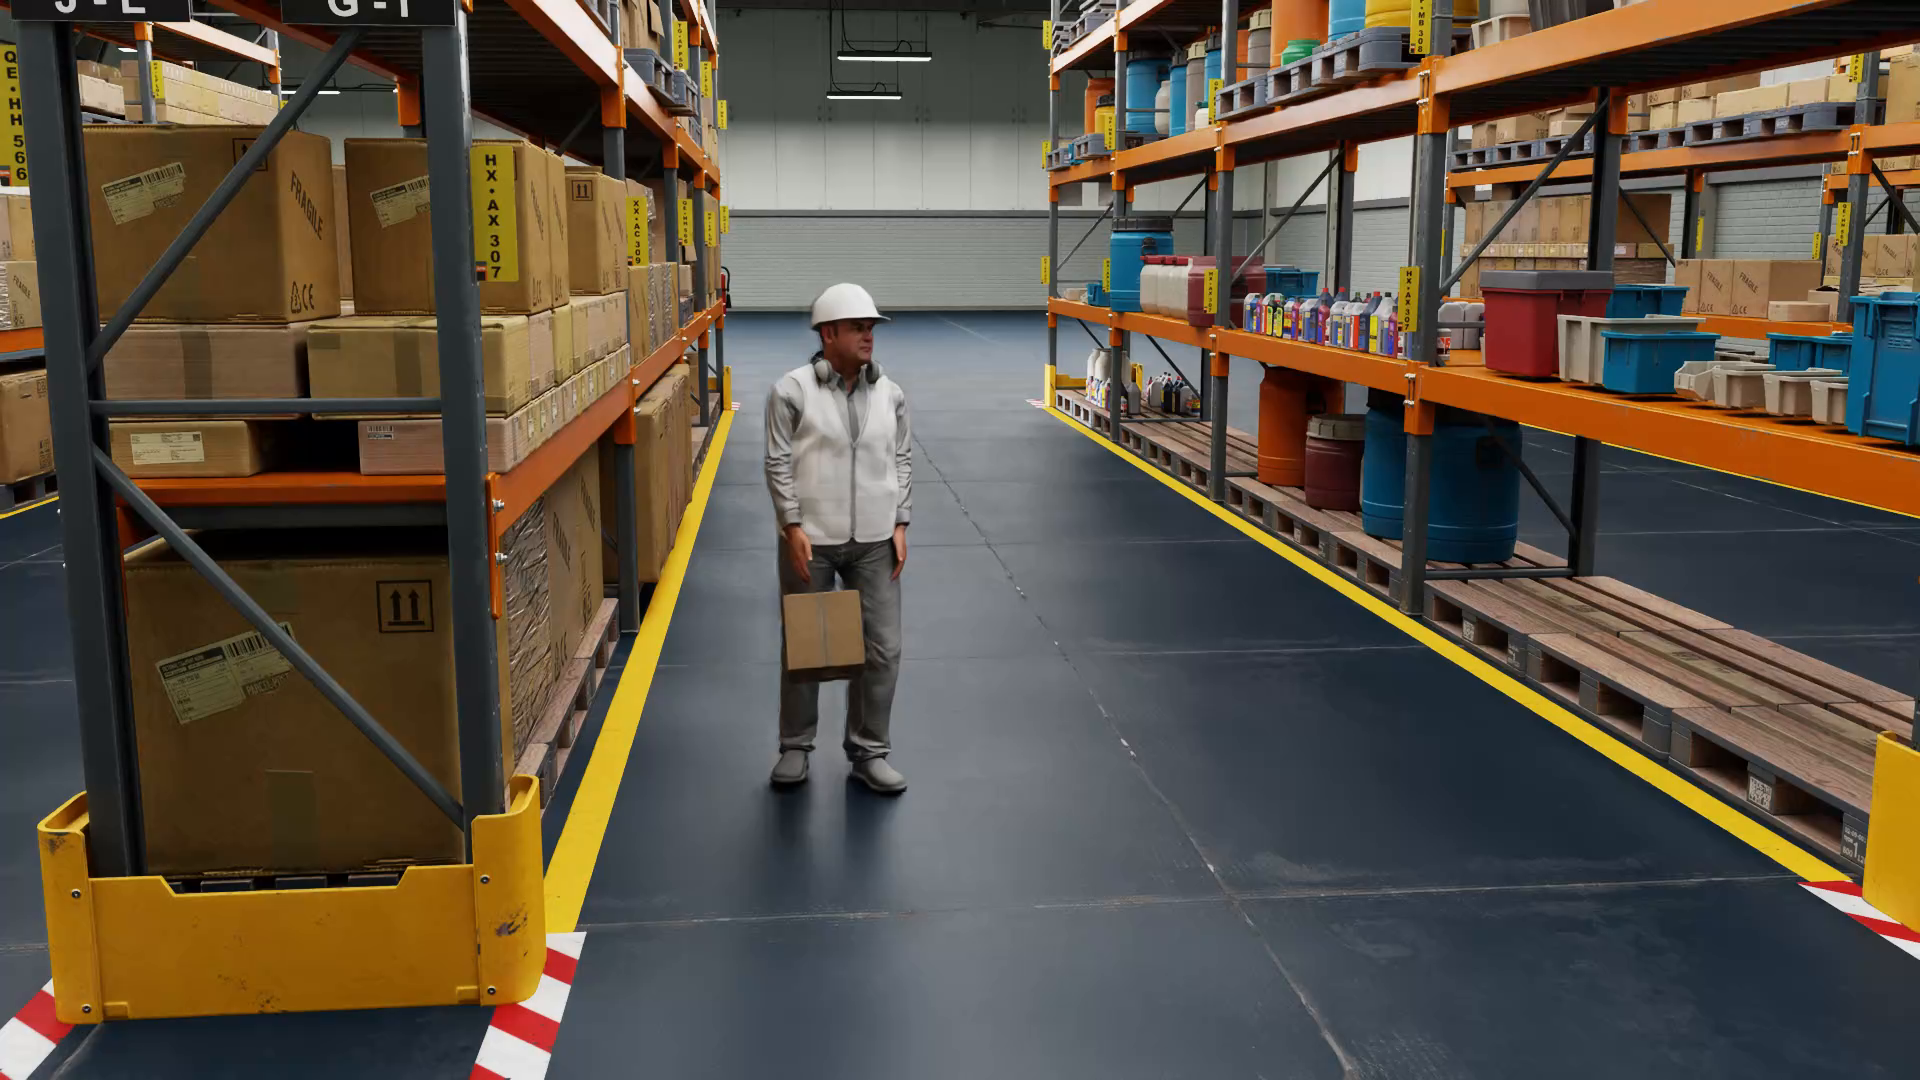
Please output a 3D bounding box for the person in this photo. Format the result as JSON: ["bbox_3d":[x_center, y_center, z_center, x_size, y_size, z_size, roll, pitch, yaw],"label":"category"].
[{"bbox_3d":[-0.410,-0.007,5.858,0.550,1.774,0.513,-4,11,-22],"label":"person"}]
